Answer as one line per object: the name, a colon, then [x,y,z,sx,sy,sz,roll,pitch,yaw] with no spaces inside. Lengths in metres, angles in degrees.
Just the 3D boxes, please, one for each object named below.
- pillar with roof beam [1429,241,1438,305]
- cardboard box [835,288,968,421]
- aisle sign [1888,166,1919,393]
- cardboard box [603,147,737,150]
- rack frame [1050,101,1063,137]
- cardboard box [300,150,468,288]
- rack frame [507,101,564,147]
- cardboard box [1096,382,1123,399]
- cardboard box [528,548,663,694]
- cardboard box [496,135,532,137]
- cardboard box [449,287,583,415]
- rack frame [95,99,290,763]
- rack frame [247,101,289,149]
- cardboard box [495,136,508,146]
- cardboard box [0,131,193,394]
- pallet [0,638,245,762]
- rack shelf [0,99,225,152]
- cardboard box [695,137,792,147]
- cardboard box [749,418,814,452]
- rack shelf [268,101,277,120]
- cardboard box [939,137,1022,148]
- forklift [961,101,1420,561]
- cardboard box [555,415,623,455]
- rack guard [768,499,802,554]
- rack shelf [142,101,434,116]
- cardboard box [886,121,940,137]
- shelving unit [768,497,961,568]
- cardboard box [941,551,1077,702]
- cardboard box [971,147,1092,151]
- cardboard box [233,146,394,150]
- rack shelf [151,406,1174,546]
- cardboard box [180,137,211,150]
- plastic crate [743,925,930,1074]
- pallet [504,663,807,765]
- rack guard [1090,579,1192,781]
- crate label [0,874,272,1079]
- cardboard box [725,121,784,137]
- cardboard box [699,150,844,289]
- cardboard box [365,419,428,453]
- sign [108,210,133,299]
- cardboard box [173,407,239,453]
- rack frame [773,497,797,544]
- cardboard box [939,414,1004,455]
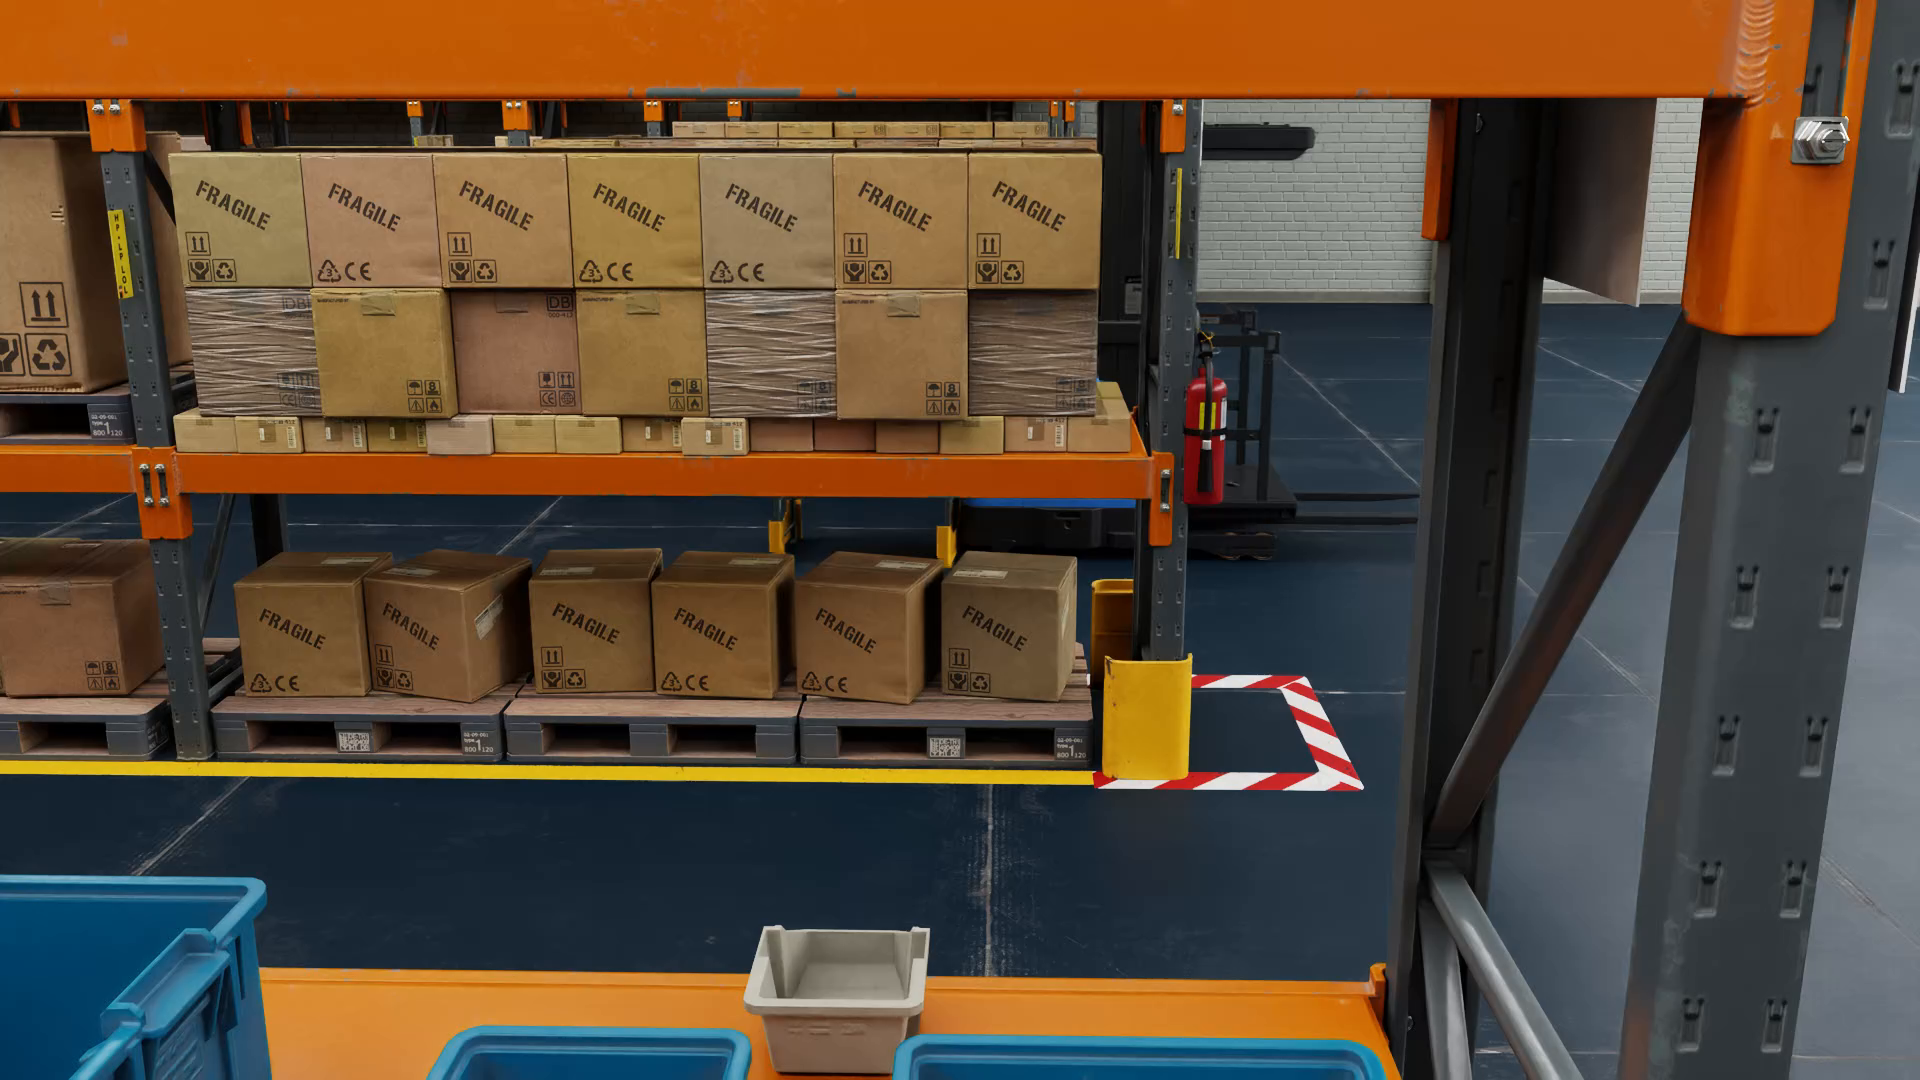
pillar with roof beam: [6.432,-6.425,17.054,0.400,9.000,9.100,0,15,1]
cardboard box: [-0.211,-0.810,6.749,0.500,0.500,0.875,0,15,1]
aisle sign: [0.778,-0.552,1.455,0.004,0.787,0.394,0,15,1]
cardboard box: [-1.202,-1.392,6.999,0.500,0.500,0.500,0,15,1]
rack frame: [1.217,-4.427,21.241,0.127,3.000,1.000,0,15,1]
cardboard box: [-2.215,-1.265,6.516,0.500,0.500,0.500,0,15,1]
rack frame: [-2.930,-1.924,11.754,0.127,3.000,1.000,0,15,1]
cardboard box: [0.562,-0.575,7.133,0.250,0.149,0.380,0,15,1]
cardboard box: [-1.564,0.344,7.233,0.500,0.500,0.500,-1,15,-4]
cardboard box: [-4.455,-3.970,16.635,0.250,0.149,0.380,1,15,5]
cardboard box: [-1.708,-0.844,6.879,0.500,0.500,0.875,0,15,1]
rack frame: [-3.158,-0.660,6.962,0.127,3.000,1.000,0,15,1]
rack frame: [-6.904,-3.213,16.640,0.127,3.000,1.000,0,15,1]
cardboard box: [-4.336,-3.839,16.136,0.250,0.149,0.380,0,15,-1]
cardboard box: [-3.949,-1.194,6.987,1.000,1.000,1.000,0,15,2]
pallet: [-3.936,0.683,7.336,1.213,0.211,1.003,0,15,1]
rack shelf: [-5.157,-1.776,6.721,4.000,0.370,1.077,0,15,1]
cardboard box: [-1.473,-2.495,11.507,0.550,0.550,0.875,0,15,1]
cardboard box: [-0.700,-0.466,6.718,0.250,0.149,0.380,0,15,1]
rack shelf: [-8.903,-4.329,16.399,4.000,0.370,1.077,0,15,1]
cardboard box: [0.146,-2.485,11.469,0.550,0.550,0.875,0,15,1]
forklift: [1.535,-1.433,10.025,3.031,2.935,1.130,1,15,2]
cardboard box: [-1.451,-0.454,6.674,0.250,0.149,0.380,0,15,1]
rack guard: [-1.056,-0.059,10.073,0.087,0.250,0.587,2,15,6]
rack shelf: [-8.780,-5.595,21.197,4.000,0.370,1.077,0,15,1]
cardboard box: [-0.441,-3.767,15.999,0.500,0.500,0.700,0,15,1]
shelving unit: [-0.561,-0.649,9.860,1.083,1.500,0.587,2,15,6]
cardboard box: [0.217,0.363,7.160,0.500,0.500,0.500,3,15,12]
cardboard box: [0.298,-1.383,6.962,0.500,0.500,0.500,0,15,1]
cardboard box: [-2.701,-1.403,7.039,0.500,0.500,0.500,0,15,1]
rack shelf: [-1.159,-0.299,7.005,4.000,0.370,1.077,0,15,1]
cardboard box: [-7.427,-3.682,16.260,0.500,0.500,0.500,0,15,0]
plastic crate: [-0.172,0.669,2.443,0.250,0.136,0.298,0,15,1]
pallet: [-1.263,0.691,7.308,1.213,0.211,1.003,0,15,1]
rack guard: [0.765,0.574,7.184,0.348,0.500,1.175,0,15,1]
crate label: [-1.133,0.669,1.856,0.616,0.435,0.502,0,15,1]
cardboard box: [-1.961,-3.796,16.109,0.500,0.500,0.700,0,15,2]
cardboard box: [-0.715,-1.256,6.482,0.500,0.500,0.500,0,15,1]
cardboard box: [-2.200,-0.462,6.703,0.250,0.149,0.380,0,15,1]
sign: [-3.169,-1.078,6.278,0.005,0.325,0.100,0,15,1]
cardboard box: [-2.951,-0.461,6.698,0.250,0.149,0.380,0,15,1]
rack frame: [-1.057,-0.663,9.914,0.032,1.500,0.500,2,15,6]
cardboard box: [0.049,-0.452,6.666,0.250,0.149,0.380,0,15,1]
